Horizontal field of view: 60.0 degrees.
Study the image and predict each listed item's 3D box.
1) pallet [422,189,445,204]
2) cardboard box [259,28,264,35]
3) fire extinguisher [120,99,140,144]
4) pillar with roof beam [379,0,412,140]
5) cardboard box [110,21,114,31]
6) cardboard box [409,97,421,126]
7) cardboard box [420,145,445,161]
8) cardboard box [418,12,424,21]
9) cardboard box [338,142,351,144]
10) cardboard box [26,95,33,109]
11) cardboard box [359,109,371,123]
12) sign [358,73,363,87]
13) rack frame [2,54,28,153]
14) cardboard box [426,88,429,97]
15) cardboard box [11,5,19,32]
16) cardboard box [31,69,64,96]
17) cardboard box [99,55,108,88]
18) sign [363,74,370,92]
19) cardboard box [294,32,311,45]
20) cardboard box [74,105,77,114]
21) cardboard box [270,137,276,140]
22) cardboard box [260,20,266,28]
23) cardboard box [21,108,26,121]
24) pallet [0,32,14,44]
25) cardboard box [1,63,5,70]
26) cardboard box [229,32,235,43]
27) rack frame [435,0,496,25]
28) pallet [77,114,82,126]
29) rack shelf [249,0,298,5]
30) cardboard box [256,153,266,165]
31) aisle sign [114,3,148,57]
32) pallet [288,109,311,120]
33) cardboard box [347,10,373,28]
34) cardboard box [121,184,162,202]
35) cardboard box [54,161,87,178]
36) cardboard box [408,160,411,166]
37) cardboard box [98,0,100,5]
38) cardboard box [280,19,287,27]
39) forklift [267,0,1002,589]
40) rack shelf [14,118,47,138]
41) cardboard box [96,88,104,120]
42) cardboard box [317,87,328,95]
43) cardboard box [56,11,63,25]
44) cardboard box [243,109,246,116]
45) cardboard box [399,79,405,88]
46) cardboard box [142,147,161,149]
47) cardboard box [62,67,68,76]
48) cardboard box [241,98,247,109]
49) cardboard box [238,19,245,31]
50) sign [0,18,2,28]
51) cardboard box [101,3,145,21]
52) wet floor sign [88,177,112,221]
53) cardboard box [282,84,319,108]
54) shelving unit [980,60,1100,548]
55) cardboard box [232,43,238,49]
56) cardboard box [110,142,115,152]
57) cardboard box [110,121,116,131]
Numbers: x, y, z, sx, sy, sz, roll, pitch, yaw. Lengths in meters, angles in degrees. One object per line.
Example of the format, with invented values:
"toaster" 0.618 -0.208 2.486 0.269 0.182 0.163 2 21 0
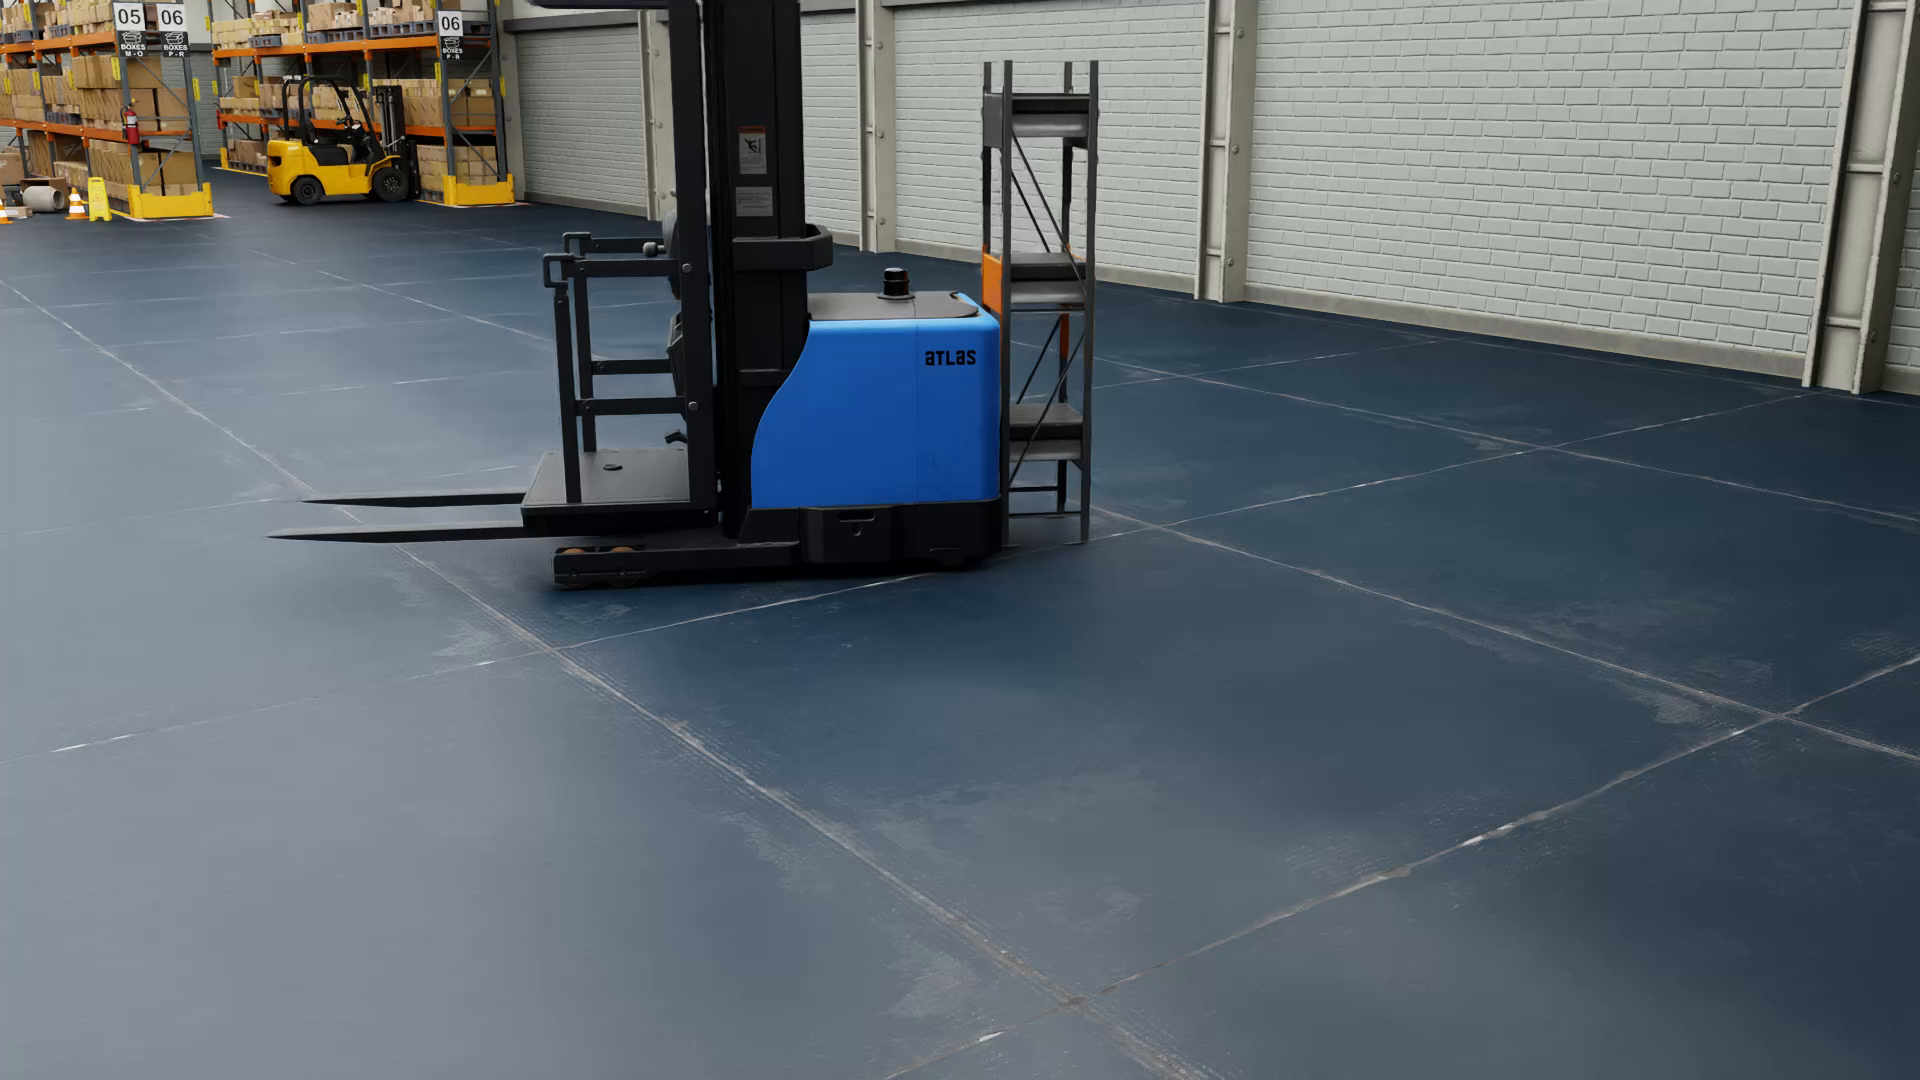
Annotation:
"pallet" -8.878 -6.138 29.603 1.003 0.211 1.213 -11 19 -35
"cardboard box" -15.165 -11.173 36.525 0.380 0.149 0.250 -11 19 -34
"fire extinguisher" -12.713 -6.422 25.504 0.296 0.674 0.183 -11 19 -35
"pillar with roof beam" -15.085 -11.122 31.164 9.100 9.000 0.400 -11 19 -35
"cardboard box" -12.844 -7.914 25.601 0.380 0.149 0.250 -11 19 -34
"cardboard box" -9.496 -7.660 29.694 0.500 0.500 0.500 -11 19 -36
"cardboard box" -9.223 -6.843 29.415 0.500 0.250 0.500 -10 18 -34
"cardboard box" -9.128 -9.033 28.705 0.380 0.149 0.250 -12 19 -36
"cardboard box" -12.743 -7.957 34.667 0.875 0.625 0.625 -10 18 -33
"cardboard box" -18.224 -8.711 33.059 0.500 0.250 0.500 -11 19 -36
"cardboard box" -11.255 -8.175 32.047 0.500 0.250 0.500 -10 18 -33
"sign" -12.652 -9.680 35.068 0.100 0.325 0.005 -11 19 -35
"rack frame" -21.815 -9.972 38.327 1.000 3.000 0.127 -11 19 -35
"cardboard box" -9.103 -7.833 29.095 0.380 0.149 0.250 -10 18 -34
"cardboard box" -18.382 -10.292 32.832 0.500 0.500 0.500 -11 19 -34
"cardboard box" -17.627 -8.864 32.196 0.500 0.500 0.500 -11 19 -36
"cardboard box" -13.176 -7.413 26.334 0.700 0.500 0.500 -11 19 -34
"sign" -11.180 -8.614 31.325 0.100 0.325 0.005 -11 19 -35
"cardboard box" -13.597 -10.481 34.790 0.500 0.250 0.500 -12 19 -36
"cardboard box" -15.426 -7.617 29.403 0.380 0.149 0.250 -12 19 -36
"cardboard box" -15.455 -9.081 37.782 0.380 0.149 0.250 -10 18 -32
"cardboard box" -15.128 -11.319 36.496 0.380 0.149 0.250 -11 19 -35
"cardboard box" -18.824 -8.688 33.922 0.500 0.250 0.500 -11 19 -35
"pallet" -19.936 -10.698 35.466 1.003 0.211 1.213 -11 19 -35
"cardboard box" -20.448 -10.204 35.865 0.380 0.149 0.250 -11 19 -35
"cardboard box" -16.833 -11.800 39.047 0.500 0.250 0.500 -11 19 -35
"rack frame" -8.395 -10.220 27.870 1.000 3.000 0.127 -11 19 -35
"pallet" -15.091 -7.503 29.669 1.003 0.211 1.213 -11 19 -35
"rack shelf" -14.275 -11.815 35.820 1.077 0.370 4.000 -11 19 -35
"cardboard box" -16.226 -8.922 38.876 0.396 0.266 0.258 -10 18 -33
"aisle sign" -12.606 -7.751 25.288 0.394 0.787 0.004 -11 19 -35
"pallet" -13.554 -9.076 35.418 1.213 0.211 1.003 -11 19 -35
"cardboard box" -11.369 -9.952 31.756 0.500 0.311 0.500 -12 19 -36
"cardboard box" -13.115 -5.567 26.649 0.500 0.250 0.500 -11 19 -35
"cardboard box" -16.787 -7.076 31.931 0.950 0.372 0.625 -12 20 -38
"cardboard box" -9.832 -6.822 30.287 0.500 0.250 0.500 -11 19 -35
"cardboard box" -13.509 -8.580 26.525 0.380 0.149 0.250 -12 19 -36
"cardboard box" -14.303 -11.049 35.548 0.380 0.149 0.250 -11 19 -34
"forklift" -1.382 -1.360 6.992 3.031 2.935 1.130 -2 15 -8
"rack shelf" -18.287 -8.343 33.741 1.077 0.370 4.000 -11 19 -35
"cardboard box" -13.815 -7.146 27.251 0.500 0.500 0.500 -11 19 -34
"cardboard box" -12.992 -9.225 34.182 0.380 0.149 0.250 -10 18 -33
"cardboard box" -15.813 -9.306 29.703 0.500 0.250 0.500 -11 19 -34
"cardboard box" -16.735 -10.129 39.377 0.380 0.149 0.250 -11 19 -35
"cardboard box" -9.978 -8.308 30.268 0.380 0.149 0.250 -11 19 -35
"cardboard box" -13.894 -6.454 28.468 0.500 0.500 0.500 -10 18 -34
"cardboard box" -15.810 -8.380 29.734 0.380 0.149 0.250 -12 19 -37
"cardboard box" -16.536 -10.244 39.043 0.500 0.250 0.500 -11 19 -35
"cardboard box" -16.248 -11.825 38.191 0.500 0.250 0.500 -11 19 -35
"sign" -19.911 -10.765 34.416 0.100 0.325 0.005 -11 19 -35
"cardboard box" -12.927 -8.140 25.675 0.500 0.250 0.500 -11 19 -35
"wet floor sign" -13.162 -5.213 25.400 0.267 0.644 0.232 -4 16 -15
"cardboard box" -14.208 -9.607 36.003 0.797 0.503 0.637 -11 19 -36
"shelving unit" 0.341 -1.049 7.431 0.431 2.100 0.503 -2 16 -9
"cardboard box" -16.830 -11.569 38.959 0.380 0.149 0.250 -10 18 -33
"cardboard box" -13.505 -6.359 26.890 0.380 0.149 0.250 -10 18 -34
"cardboard box" -13.349 -6.626 26.578 0.380 0.149 0.250 -10 18 -34
